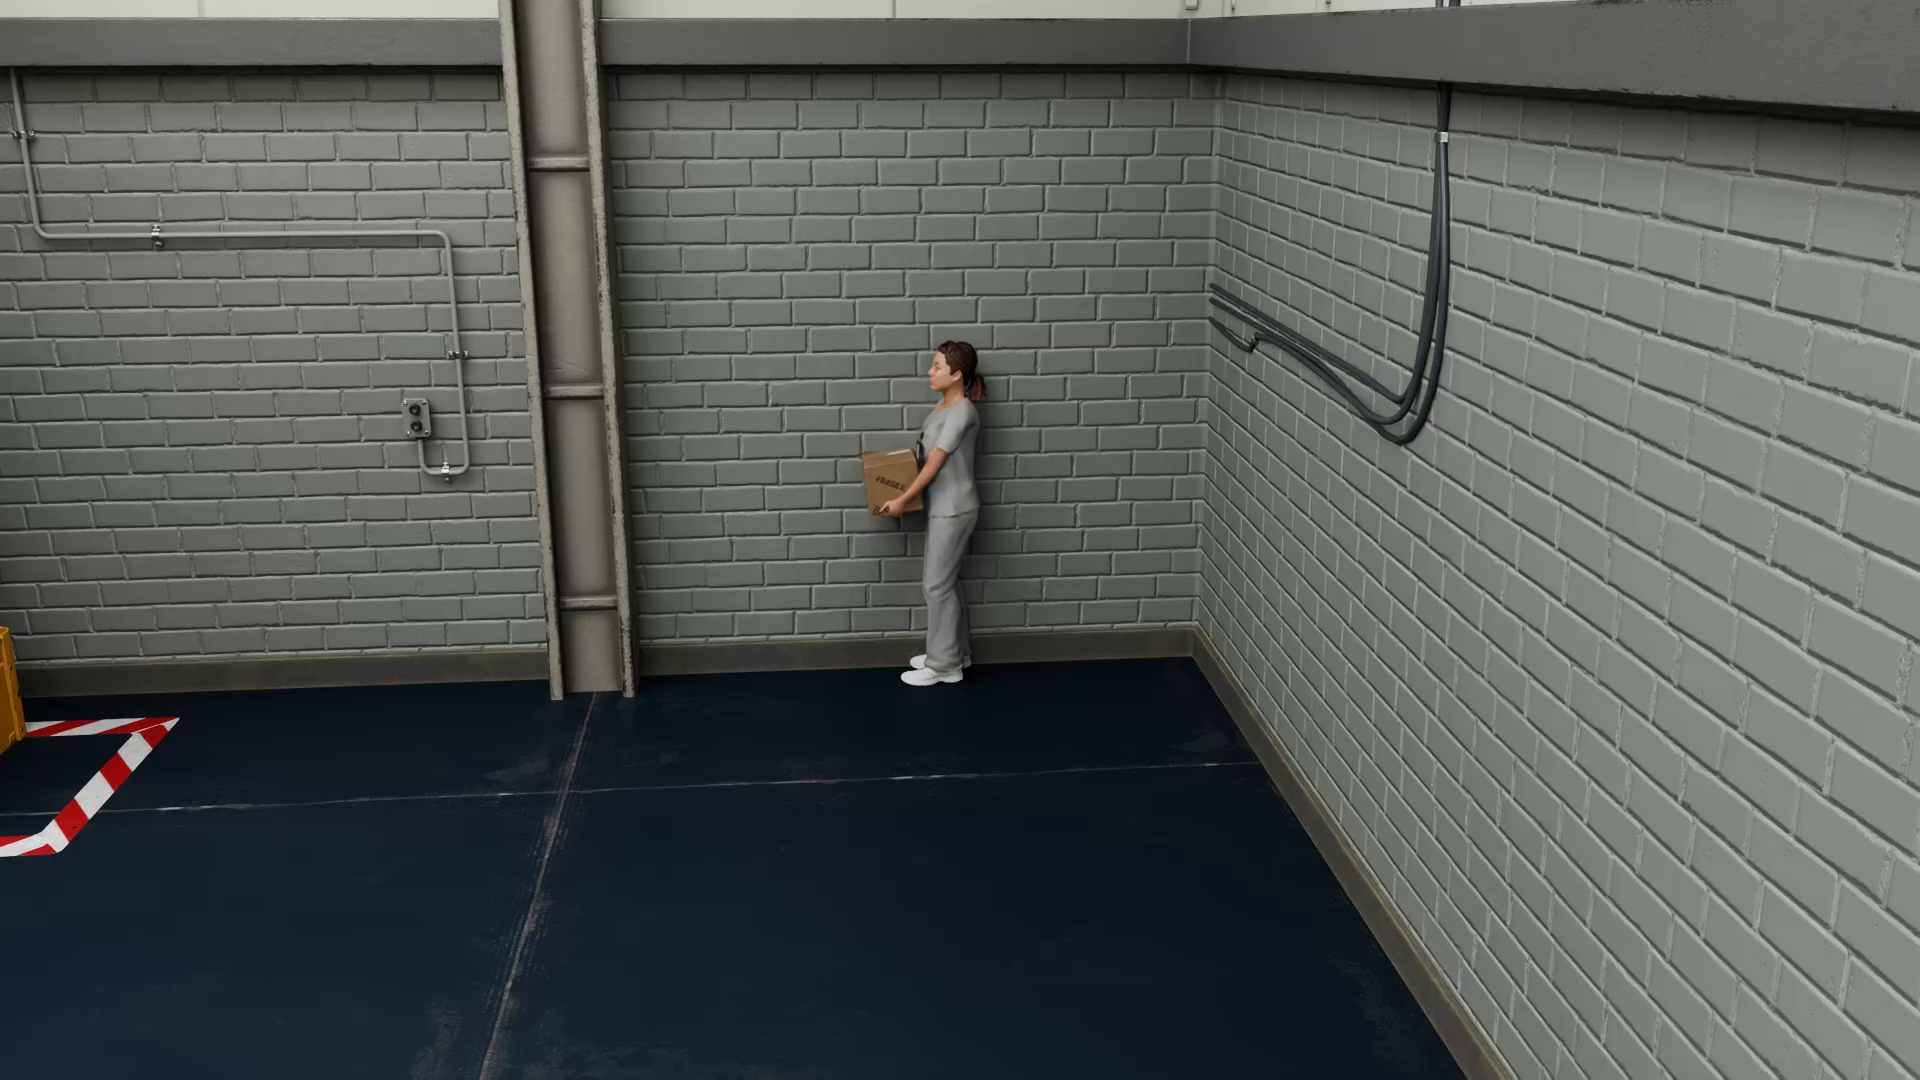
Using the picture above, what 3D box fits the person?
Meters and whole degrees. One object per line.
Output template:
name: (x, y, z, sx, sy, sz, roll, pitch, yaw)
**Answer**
person: (-0.130, -0.125, 7.978, 0.532, 1.668, 0.422, -2, 17, -6)
